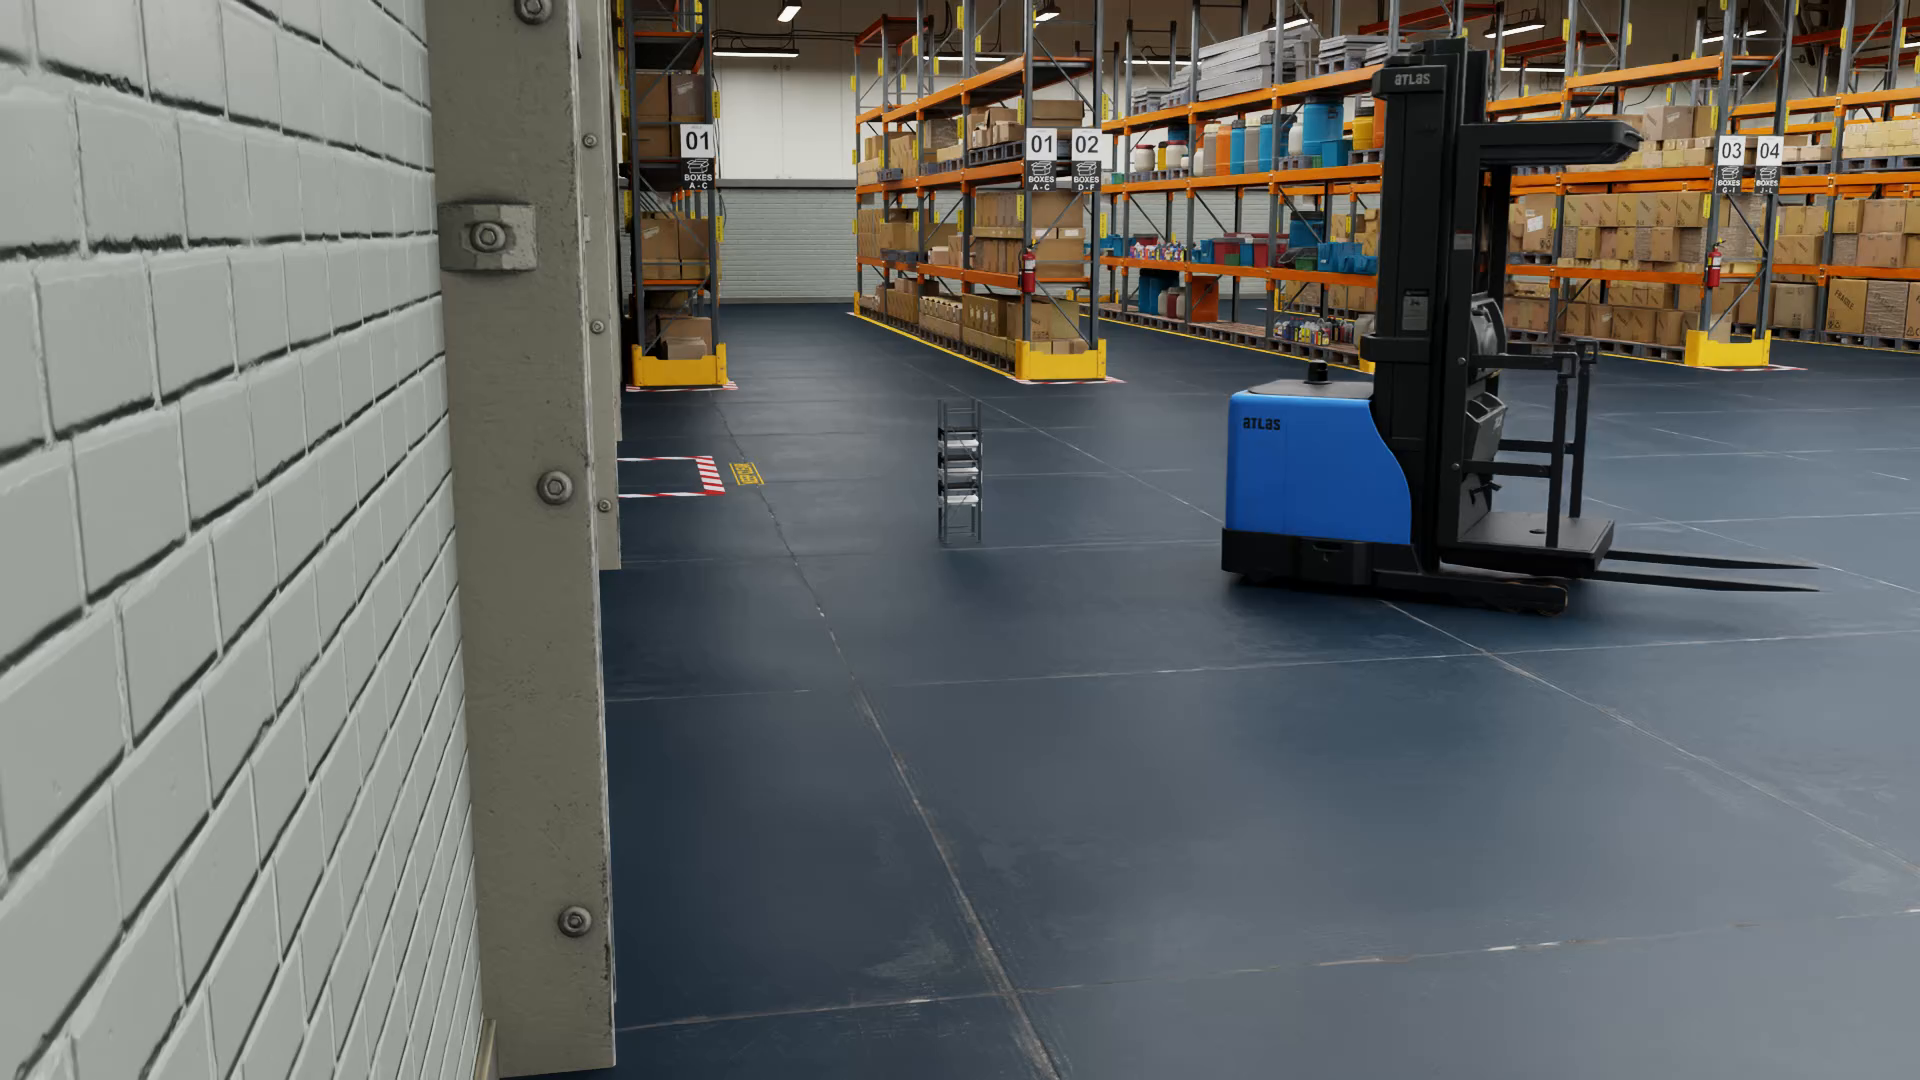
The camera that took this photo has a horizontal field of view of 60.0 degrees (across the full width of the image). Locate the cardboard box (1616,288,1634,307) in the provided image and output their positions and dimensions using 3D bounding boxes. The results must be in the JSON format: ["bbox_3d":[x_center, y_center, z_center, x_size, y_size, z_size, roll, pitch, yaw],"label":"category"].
[{"bbox_3d":[13.766,-4.888,33.916,0.500,0.500,0.500,-3,11,-14],"label":"cardboard box"}]

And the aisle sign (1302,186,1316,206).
[{"bbox_3d":[8.206,-8.213,38.872,0.394,0.787,0.004,-2,11,-11],"label":"aisle sign"}]

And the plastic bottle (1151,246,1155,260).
[{"bbox_3d":[3.783,-5.602,32.448,0.097,0.271,0.097,0,11,0],"label":"plastic bottle"}]

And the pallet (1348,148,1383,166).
[{"bbox_3d":[6.114,-5.333,23.178,1.003,0.211,1.213,-2,11,-11],"label":"pallet"}]

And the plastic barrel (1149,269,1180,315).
[{"bbox_3d":[4.072,-4.943,33.135,0.600,0.901,0.708,-2,11,-11],"label":"plastic barrel"}]

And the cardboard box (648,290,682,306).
[{"bbox_3d":[-4.670,-3.837,26.339,0.500,0.250,0.500,-2,11,-13],"label":"cardboard box"}]

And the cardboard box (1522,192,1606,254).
[{"bbox_3d":[10.243,-5.363,28.122,1.000,1.000,1.000,-2,11,-11],"label":"cardboard box"}]

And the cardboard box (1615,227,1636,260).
[{"bbox_3d":[10.602,-4.547,25.502,0.875,0.500,0.500,-2,11,-11],"label":"cardboard box"}]

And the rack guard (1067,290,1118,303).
[{"bbox_3d":[3.050,-5.508,38.297,1.175,0.500,0.348,-2,11,-11],"label":"rack guard"}]

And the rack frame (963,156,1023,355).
[{"bbox_3d":[0.542,-4.351,25.536,1.000,3.000,0.127,-2,11,-11],"label":"rack frame"}]

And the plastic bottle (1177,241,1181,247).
[{"bbox_3d":[4.381,-5.783,33.191,0.144,0.351,0.185,-2,11,-11],"label":"plastic bottle"}]

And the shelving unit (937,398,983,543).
[{"bbox_3d":[-0.002,-0.444,10.620,0.258,0.900,0.210,-2,11,-11],"label":"shelving unit"}]

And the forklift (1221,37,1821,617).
[{"bbox_3d":[3.037,-1.155,8.928,3.031,2.935,1.130,5,12,26],"label":"forklift"}]

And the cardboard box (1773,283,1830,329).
[{"bbox_3d":[14.936,-4.085,29.028,1.050,0.750,0.750,-2,11,-11],"label":"cardboard box"}]

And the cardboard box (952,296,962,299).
[{"bbox_3d":[0.107,-4.129,29.098,0.500,0.311,0.500,-2,11,-10],"label":"cardboard box"}]

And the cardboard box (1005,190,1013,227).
[{"bbox_3d":[1.025,-4.589,23.046,0.700,0.500,0.500,-2,11,-11],"label":"cardboard box"}]

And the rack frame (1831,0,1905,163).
[{"bbox_3d":[15.145,-7.820,27.715,1.000,3.000,0.127,-2,11,-11],"label":"rack frame"}]

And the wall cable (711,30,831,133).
[{"bbox_3d":[-4.746,-11.423,41.442,3.097,2.526,0.112,-2,11,-11],"label":"wall cable"}]

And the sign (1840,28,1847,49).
[{"bbox_3d":[14.615,-8.296,27.505,0.100,0.325,0.005,-2,11,-11],"label":"sign"}]

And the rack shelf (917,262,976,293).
[{"bbox_3d":[0.153,-4.365,27.531,1.077,0.370,4.000,-2,11,-11],"label":"rack shelf"}]

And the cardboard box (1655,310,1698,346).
[{"bbox_3d":[10.783,-3.179,24.940,0.500,0.500,0.500,1,11,4],"label":"cardboard box"}]

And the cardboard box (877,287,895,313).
[{"bbox_3d":[-1.403,-4.901,33.933,0.500,0.500,0.500,-2,11,-11],"label":"cardboard box"}]

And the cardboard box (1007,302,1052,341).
[{"bbox_3d":[0.924,-2.929,22.289,0.500,0.500,0.500,-2,11,-11],"label":"cardboard box"}]

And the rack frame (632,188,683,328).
[{"bbox_3d":[-5.872,-5.638,32.295,1.000,3.000,0.127,-2,11,-11],"label":"rack frame"}]

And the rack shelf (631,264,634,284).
[{"bbox_3d":[-4.706,-4.184,26.581,1.077,0.370,4.000,-2,11,-11],"label":"rack shelf"}]

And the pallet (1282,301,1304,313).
[{"bbox_3d":[8.158,-5.398,38.494,1.003,0.211,1.213,-2,11,-11],"label":"pallet"}]

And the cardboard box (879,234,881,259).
[{"bbox_3d":[-1.363,-5.950,33.668,0.500,0.500,0.500,-2,11,-10],"label":"cardboard box"}]

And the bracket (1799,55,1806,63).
[{"bbox_3d":[22.445,-12.759,44.039,0.235,0.232,0.430,-2,11,-11],"label":"bracket"}]

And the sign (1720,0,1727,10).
[{"bbox_3d":[10.489,-7.445,22.821,0.100,0.325,0.005,-2,11,-11],"label":"sign"}]

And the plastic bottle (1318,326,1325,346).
[{"bbox_3d":[5.351,-3.021,24.633,0.061,0.283,0.133,-2,11,-10],"label":"plastic bottle"}]

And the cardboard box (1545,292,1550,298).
[{"bbox_3d":[13.151,-5.387,36.685,0.380,0.149,0.250,-3,11,-14],"label":"cardboard box"}]

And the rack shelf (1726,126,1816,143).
[{"bbox_3d":[18.036,-9.303,38.499,1.077,0.370,4.000,-2,11,-11],"label":"rack shelf"}]

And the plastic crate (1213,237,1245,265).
[{"bbox_3d":[4.638,-4.988,28.712,0.402,0.464,0.583,-2,11,-11],"label":"plastic crate"}]

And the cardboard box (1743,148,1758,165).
[{"bbox_3d":[11.198,-5.475,23.818,0.500,0.250,0.500,-2,11,-9],"label":"cardboard box"}]

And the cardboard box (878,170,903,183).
[{"bbox_3d":[-1.370,-7.298,33.396,0.500,0.250,0.500,-2,11,-11],"label":"cardboard box"}]

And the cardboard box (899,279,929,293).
[{"bbox_3d":[-0.866,-4.802,31.408,0.500,0.250,0.500,-2,11,-12],"label":"cardboard box"}]

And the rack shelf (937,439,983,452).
[{"bbox_3d":[-0.002,-0.588,10.593,0.258,0.077,0.200,-2,11,-11],"label":"rack shelf"}]

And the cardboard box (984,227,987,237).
[{"bbox_3d":[0.557,-4.522,24.428,0.380,0.149,0.250,-2,11,-12],"label":"cardboard box"}]

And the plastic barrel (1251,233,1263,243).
[{"bbox_3d":[5.204,-4.995,28.554,0.433,0.535,0.433,0,11,0],"label":"plastic barrel"}]

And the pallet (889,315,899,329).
[{"bbox_3d":[-0.819,-4.301,32.729,1.003,0.211,1.213,-2,11,-11],"label":"pallet"}]

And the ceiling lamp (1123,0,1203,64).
[{"bbox_3d":[5.016,-13.130,40.003,2.000,3.185,0.800,-2,11,-11],"label":"ceiling lamp"}]

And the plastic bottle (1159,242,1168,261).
[{"bbox_3d":[3.914,-5.539,31.909,0.144,0.351,0.185,-2,11,-11],"label":"plastic bottle"}]

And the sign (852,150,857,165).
[{"bbox_3d":[-2.324,-8.435,36.634,0.100,0.325,0.005,-2,11,-11],"label":"sign"}]

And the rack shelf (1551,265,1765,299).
[{"bbox_3d":[10.649,-3.991,25.565,1.077,0.370,4.000,-2,11,-11],"label":"rack shelf"}]

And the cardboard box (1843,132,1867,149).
[{"bbox_3d":[14.965,-6.574,27.408,0.500,0.250,0.500,-2,11,-11],"label":"cardboard box"}]

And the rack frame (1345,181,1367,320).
[{"bbox_3d":[8.704,-6.178,35.134,1.000,3.000,0.127,-2,11,-11],"label":"rack frame"}]

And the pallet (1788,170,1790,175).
[{"bbox_3d":[14.764,-6.666,30.180,1.003,0.211,1.213,-2,11,-8],"label":"pallet"}]

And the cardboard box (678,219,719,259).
[{"bbox_3d":[-3.337,-3.840,21.191,0.500,0.500,0.500,-2,11,-11],"label":"cardboard box"}]

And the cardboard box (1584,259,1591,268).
[{"bbox_3d":[10.176,-4.401,26.466,0.380,0.149,0.250,-2,11,-11],"label":"cardboard box"}]

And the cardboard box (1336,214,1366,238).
[{"bbox_3d":[8.352,-6.694,35.442,0.500,0.500,0.500,-2,11,-9],"label":"cardboard box"}]

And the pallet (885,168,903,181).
[{"bbox_3d":[-0.751,-6.888,31.342,1.213,0.211,1.003,-2,11,-11],"label":"pallet"}]
